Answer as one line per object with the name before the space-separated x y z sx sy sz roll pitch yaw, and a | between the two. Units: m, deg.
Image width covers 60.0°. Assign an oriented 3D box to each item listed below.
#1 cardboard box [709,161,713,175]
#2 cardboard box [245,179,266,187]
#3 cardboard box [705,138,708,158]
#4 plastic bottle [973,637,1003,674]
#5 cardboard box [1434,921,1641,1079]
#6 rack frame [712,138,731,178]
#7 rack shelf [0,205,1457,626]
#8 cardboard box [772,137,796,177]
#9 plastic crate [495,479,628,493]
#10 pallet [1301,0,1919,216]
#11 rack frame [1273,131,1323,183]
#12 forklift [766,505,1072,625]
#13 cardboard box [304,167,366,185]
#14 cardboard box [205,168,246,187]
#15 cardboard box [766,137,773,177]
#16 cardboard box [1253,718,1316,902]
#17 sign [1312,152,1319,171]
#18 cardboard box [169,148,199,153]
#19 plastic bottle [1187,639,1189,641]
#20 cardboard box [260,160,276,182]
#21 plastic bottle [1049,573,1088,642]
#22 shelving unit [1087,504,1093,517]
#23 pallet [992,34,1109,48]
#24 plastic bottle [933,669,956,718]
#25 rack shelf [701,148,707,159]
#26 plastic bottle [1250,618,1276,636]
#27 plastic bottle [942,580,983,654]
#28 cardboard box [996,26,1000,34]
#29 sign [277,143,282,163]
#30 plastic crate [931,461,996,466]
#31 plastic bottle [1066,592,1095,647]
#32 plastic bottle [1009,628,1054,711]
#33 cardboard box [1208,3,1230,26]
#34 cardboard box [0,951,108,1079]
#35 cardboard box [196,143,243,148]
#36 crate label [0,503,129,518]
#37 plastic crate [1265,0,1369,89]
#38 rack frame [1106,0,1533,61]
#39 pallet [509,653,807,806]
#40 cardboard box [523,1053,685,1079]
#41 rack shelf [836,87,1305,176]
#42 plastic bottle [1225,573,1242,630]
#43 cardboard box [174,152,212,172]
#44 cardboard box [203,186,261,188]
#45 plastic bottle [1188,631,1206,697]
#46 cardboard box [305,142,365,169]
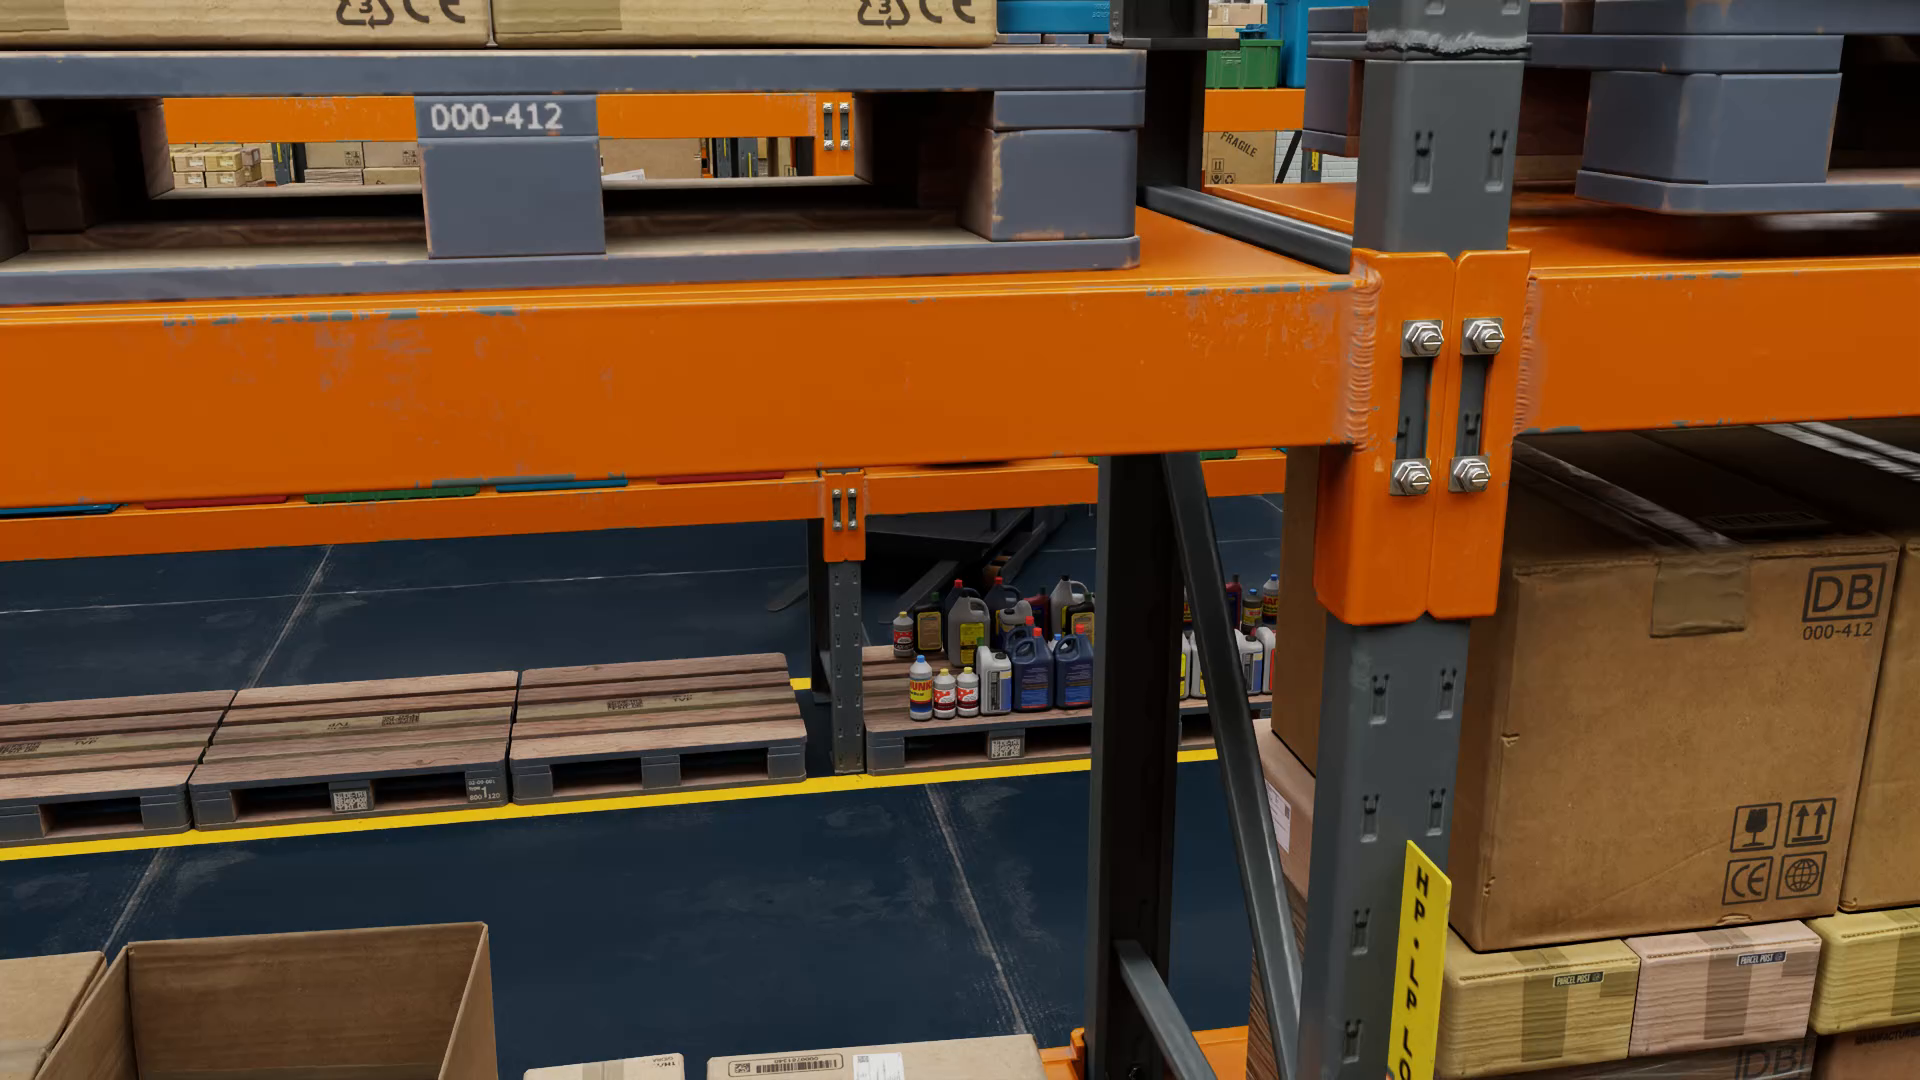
cardboard box | -3.012 -4.670 20.836 0.250 0.149 0.380 -3 17 -11
cardboard box | -6.749 -3.335 15.774 0.250 0.149 0.380 -3 17 -11
cardboard box | -2.993 -5.152 21.299 0.500 0.500 0.500 -4 17 -12
plastic bottle | 0.125 0.560 7.258 0.133 0.283 0.061 -3 17 -10
cardboard box | 0.674 0.531 2.201 0.250 0.149 0.380 -3 17 -11
rack frame | -2.344 -3.444 16.416 0.127 3.000 1.000 -3 17 -10
rack shelf | -1.590 -0.131 1.746 4.000 0.370 1.077 -3 17 -10
cardboard box | -1.012 -2.628 11.380 0.500 0.500 0.500 -3 17 -10
plastic crate | -1.586 -0.422 6.604 0.575 0.384 0.392 -3 17 -10
pallet | 1.206 -0.599 2.195 1.213 0.211 1.003 -3 17 -10
rack frame | 2.425 -2.231 12.467 0.127 3.000 1.000 -3 17 -10
forklift | -0.194 -1.227 9.315 1.130 2.935 3.031 5 18 17
cardboard box | -5.779 -3.216 15.504 0.500 0.500 0.500 -3 17 -10
cardboard box | -6.670 -3.285 15.105 0.250 0.149 0.380 -3 17 -9
cardboard box | -1.112 -2.781 11.877 0.500 0.500 0.500 -3 17 -10
cardboard box | 0.600 0.413 2.584 0.250 0.149 0.380 -3 17 -10
sign | 2.511 -2.775 11.726 0.005 0.325 0.100 -3 17 -10
cardboard box | -7.266 -3.588 15.585 0.250 0.149 0.380 -3 17 -11
plastic bottle | 1.028 0.544 7.447 0.097 0.201 0.097 0 17 0
cardboard box | -8.255 -4.435 19.897 0.500 0.250 0.500 -3 17 -9
plastic bottle | 0.521 0.328 7.898 0.185 0.351 0.144 -3 17 -11
shelving unit | 1.102 -0.717 10.602 0.503 1.200 0.258 11 20 31
pallet | 0.128 -1.993 6.903 1.003 0.211 1.213 -3 17 -10
plastic bottle | -0.067 0.650 7.104 0.097 0.201 0.097 0 17 0
rack shelf | -2.363 -6.063 26.170 4.000 0.370 1.077 -3 17 -10
plastic bottle | 1.372 0.489 7.488 0.133 0.283 0.061 -3 17 -10
plastic bottle | 0.015 0.356 7.805 0.185 0.351 0.144 -4 17 -12
cardboard box | -0.003 -3.377 11.346 0.500 0.250 0.500 -4 18 -13
sign | -6.159 -3.581 15.024 0.005 0.325 0.100 -3 17 -10
plastic crate | -0.024 -0.543 7.078 0.504 0.338 0.767 -3 17 -10
plastic bottle | 0.566 0.388 7.817 0.133 0.283 0.061 -3 17 -10
plastic bottle | 0.309 0.550 7.175 0.185 0.351 0.144 -3 17 -9
cardboard box | 1.686 -3.651 11.558 0.250 0.149 0.380 -4 18 -13
cardboard box | -1.392 0.895 2.119 0.500 0.500 0.500 -3 17 -10
cardboard box | -8.738 -4.645 19.732 0.500 0.250 0.500 -4 17 -12
crate label | -3.463 -0.352 6.289 0.616 0.435 0.502 -3 17 -10
plastic crate | 1.550 -2.037 6.752 0.575 0.384 0.392 -3 17 -10
rack frame | 0.374 -2.020 1.563 0.127 3.000 1.000 -3 17 -10
pallet | -1.326 0.807 7.324 1.213 0.211 1.003 -3 17 -10
cardboard box | -0.535 0.958 2.512 0.250 0.149 0.380 -3 17 -10
rack shelf | 1.401 -1.782 7.121 4.000 0.370 1.077 -3 17 -10
plastic bottle | 1.300 0.303 8.093 0.133 0.283 0.061 -3 17 -10
cardboard box | -6.912 -3.413 15.015 0.250 0.149 0.380 -3 17 -11
cardboard box | -4.907 -2.076 11.076 0.500 0.500 0.500 -5 18 -17
plastic bottle | 1.094 0.505 7.320 0.185 0.351 0.144 -3 17 -8
cardboard box | -5.828 -3.769 15.601 0.500 0.500 0.700 -3 17 -11
